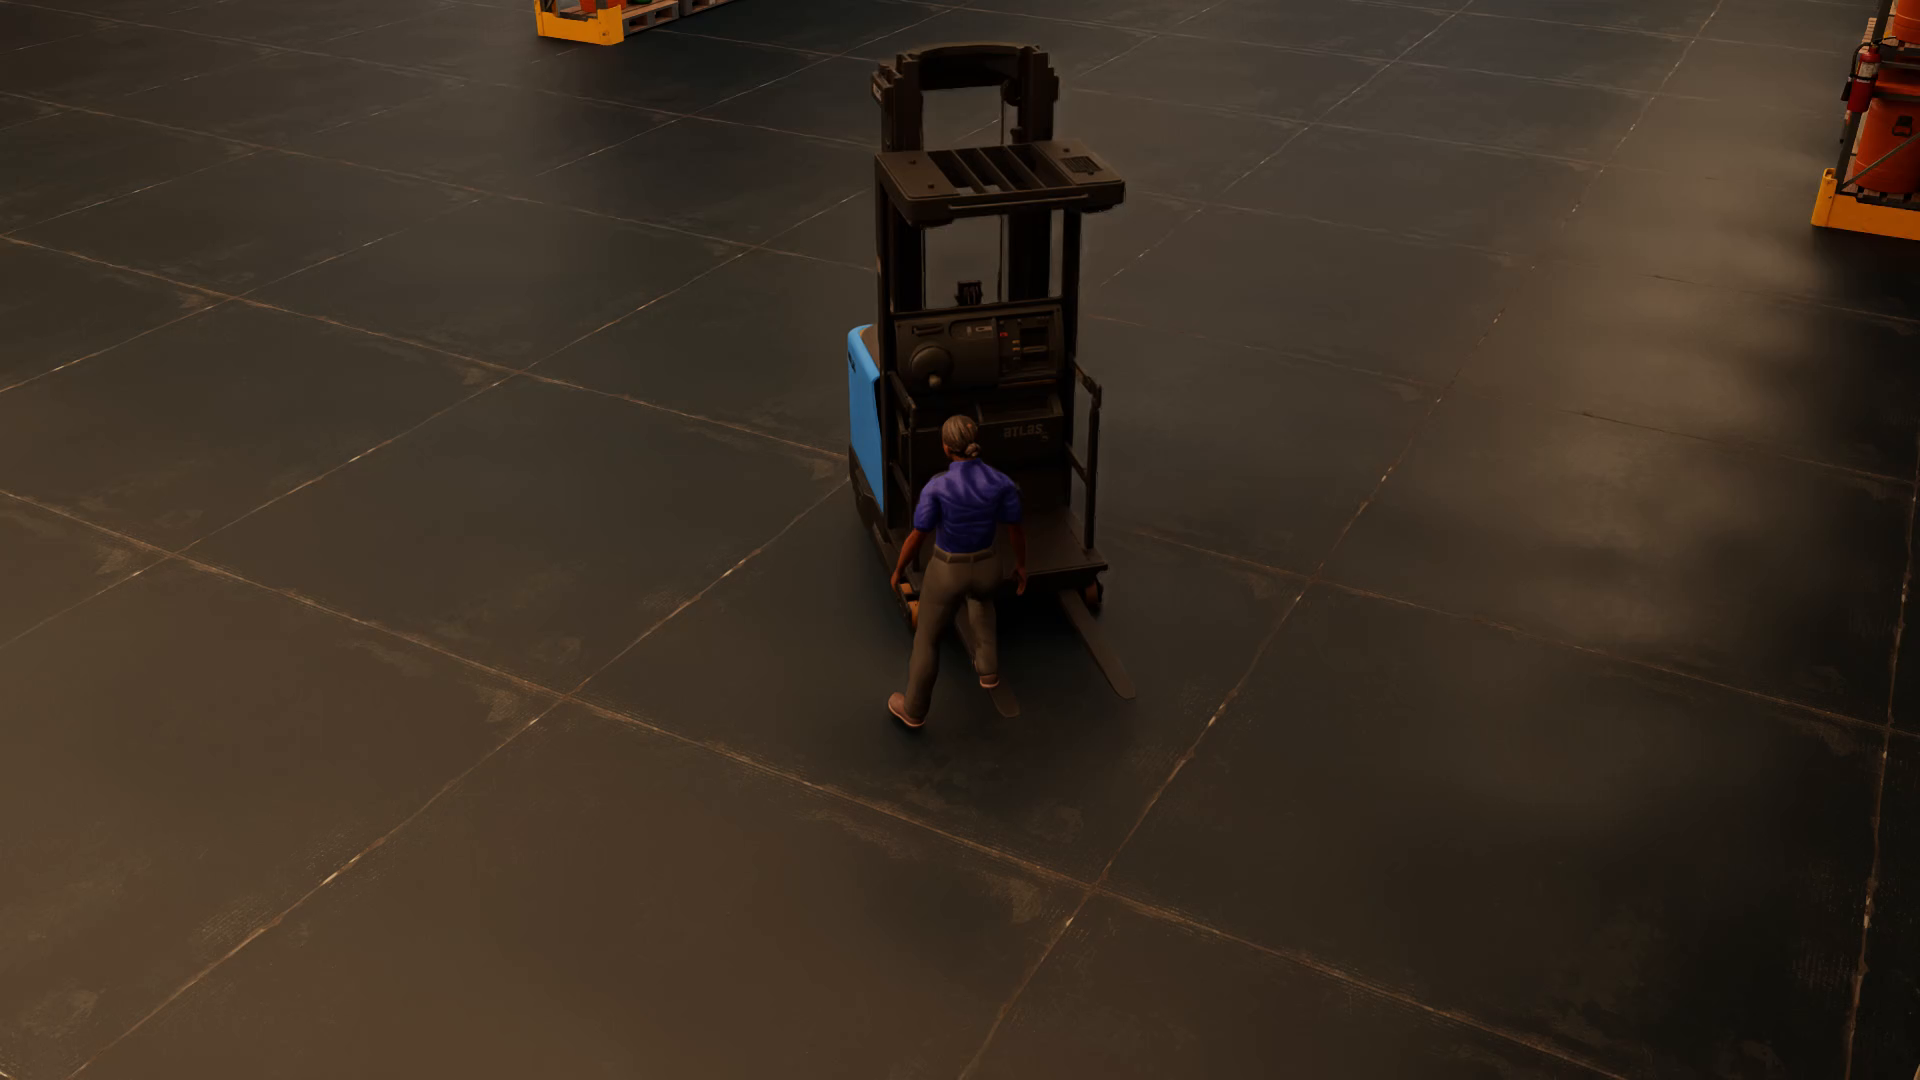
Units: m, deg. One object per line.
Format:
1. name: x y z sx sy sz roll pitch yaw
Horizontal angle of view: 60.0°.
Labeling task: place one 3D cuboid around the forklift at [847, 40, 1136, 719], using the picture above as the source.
1. forklift: 0.166 -0.988 8.783 1.130 2.935 3.031 -7 31 -13

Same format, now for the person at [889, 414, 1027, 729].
1. person: -0.020 0.135 8.064 0.670 1.633 0.458 -9 31 -16
